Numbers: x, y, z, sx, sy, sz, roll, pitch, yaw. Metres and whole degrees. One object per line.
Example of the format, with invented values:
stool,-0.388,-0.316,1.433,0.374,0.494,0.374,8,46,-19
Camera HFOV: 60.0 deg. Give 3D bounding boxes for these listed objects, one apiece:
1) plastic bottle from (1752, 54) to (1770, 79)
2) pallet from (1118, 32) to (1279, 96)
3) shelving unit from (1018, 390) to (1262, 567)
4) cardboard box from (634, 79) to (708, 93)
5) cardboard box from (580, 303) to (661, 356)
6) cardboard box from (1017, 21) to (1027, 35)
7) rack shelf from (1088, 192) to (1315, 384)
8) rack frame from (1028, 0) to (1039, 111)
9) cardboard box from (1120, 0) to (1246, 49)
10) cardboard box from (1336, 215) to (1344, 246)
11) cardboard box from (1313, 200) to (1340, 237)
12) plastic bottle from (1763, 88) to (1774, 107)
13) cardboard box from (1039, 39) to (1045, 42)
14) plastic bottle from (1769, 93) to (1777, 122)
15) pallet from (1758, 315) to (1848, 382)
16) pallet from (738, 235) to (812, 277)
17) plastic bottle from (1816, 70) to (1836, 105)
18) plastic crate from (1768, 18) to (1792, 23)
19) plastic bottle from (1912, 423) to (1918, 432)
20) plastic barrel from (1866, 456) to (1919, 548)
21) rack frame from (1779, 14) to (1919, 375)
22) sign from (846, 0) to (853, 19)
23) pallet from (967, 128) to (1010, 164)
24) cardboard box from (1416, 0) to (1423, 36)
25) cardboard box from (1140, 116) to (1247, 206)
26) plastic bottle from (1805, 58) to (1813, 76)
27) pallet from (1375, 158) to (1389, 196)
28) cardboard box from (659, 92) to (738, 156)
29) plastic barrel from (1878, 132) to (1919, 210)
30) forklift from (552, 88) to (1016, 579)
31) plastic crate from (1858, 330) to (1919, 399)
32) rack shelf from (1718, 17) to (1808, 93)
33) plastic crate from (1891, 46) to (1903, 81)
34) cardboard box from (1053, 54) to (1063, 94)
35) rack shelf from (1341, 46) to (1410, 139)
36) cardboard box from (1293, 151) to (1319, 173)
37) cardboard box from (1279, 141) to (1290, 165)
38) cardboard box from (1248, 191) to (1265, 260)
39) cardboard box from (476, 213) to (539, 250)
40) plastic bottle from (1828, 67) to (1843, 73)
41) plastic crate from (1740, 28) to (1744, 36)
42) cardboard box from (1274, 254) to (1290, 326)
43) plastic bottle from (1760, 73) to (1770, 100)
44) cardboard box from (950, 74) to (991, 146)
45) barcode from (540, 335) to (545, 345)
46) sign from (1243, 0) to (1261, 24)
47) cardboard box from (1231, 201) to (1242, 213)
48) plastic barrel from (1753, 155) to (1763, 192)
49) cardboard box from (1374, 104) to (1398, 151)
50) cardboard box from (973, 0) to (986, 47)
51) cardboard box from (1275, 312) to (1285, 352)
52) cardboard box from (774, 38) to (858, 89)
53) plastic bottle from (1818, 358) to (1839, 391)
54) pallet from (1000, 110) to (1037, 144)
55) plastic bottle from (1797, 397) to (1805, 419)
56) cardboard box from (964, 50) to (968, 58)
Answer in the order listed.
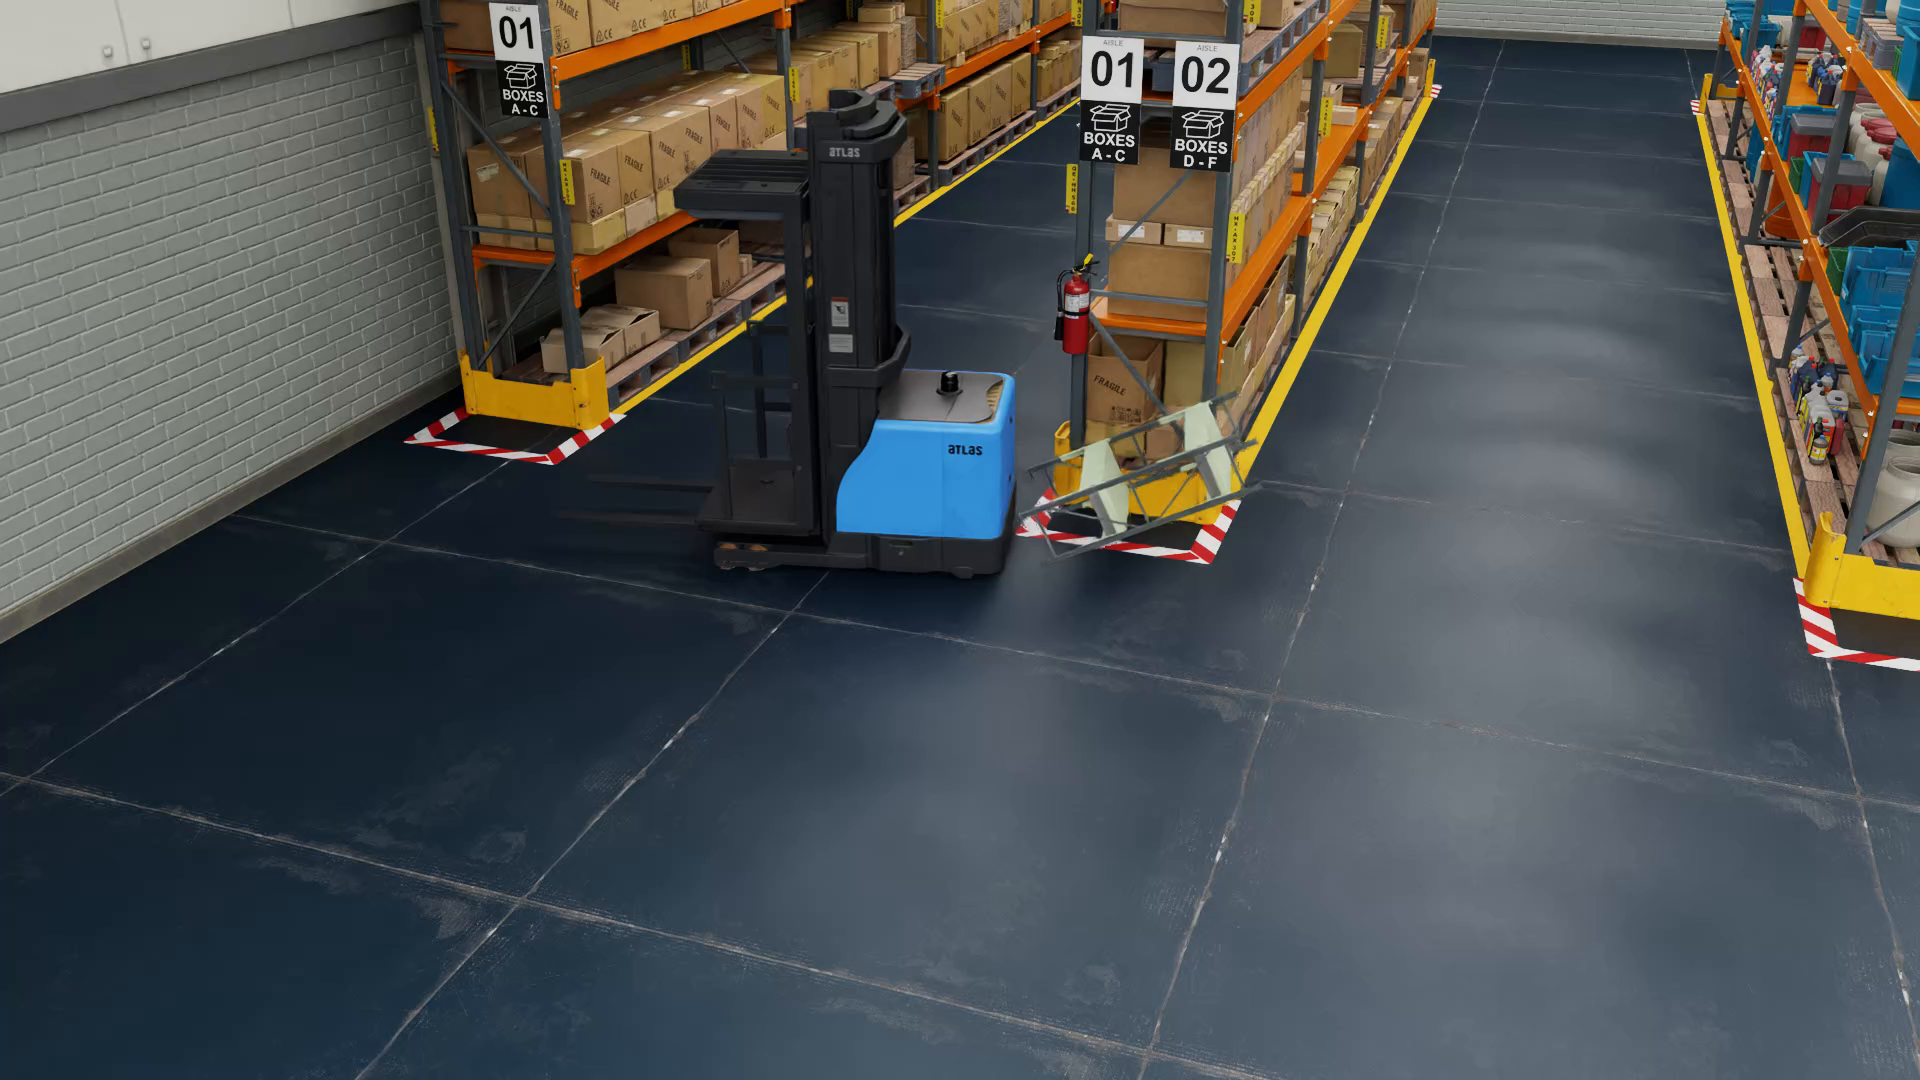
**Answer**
plastic bottle,9.288,-5.482,19.273,0.152,0.276,0.135,9,27,17
pallet,1.520,-3.209,11.095,1.003,0.211,1.213,9,27,17
shelving unit,1.175,-0.404,10.863,1.500,0.431,0.755,-20,22,17
cardboard box,-2.610,-3.877,15.103,0.500,0.500,0.500,9,27,17
cardboard box,-2.907,-1.822,14.152,0.500,0.311,0.500,11,28,22
cardboard box,0.674,-6.869,22.260,0.380,0.149,0.250,9,27,18
rack shelf,1.926,-2.110,12.991,1.077,0.370,4.000,9,27,17
rack frame,0.581,-7.260,22.803,1.000,3.000,0.127,9,27,17
cardboard box,1.456,-3.496,10.825,0.797,0.503,0.637,11,28,21
cardboard box,3.639,-3.181,17.051,0.500,0.250,0.500,9,27,19
cardboard box,3.474,-3.225,16.499,0.500,0.311,0.500,10,27,19
plastic bottle,8.684,-4.738,17.822,0.097,0.201,0.097,0,26,0
cardboard box,1.036,-7.307,24.541,0.380,0.149,0.250,9,27,18
plastic bottle,8.401,-4.450,17.133,0.061,0.283,0.133,9,27,17
pallet,7.486,-1.609,14.331,1.003,0.211,1.213,9,27,17
pallet,-1.824,-3.038,17.282,1.003,0.211,1.213,9,27,17
plastic bottle,9.371,-4.890,17.964,0.144,0.351,0.185,9,27,17
plastic crate,11.044,-6.897,22.287,0.396,0.136,0.243,9,27,17
plastic bottle,7.076,-0.838,12.244,0.097,0.201,0.097,0,26,0
plastic barrel,6.077,-0.243,10.683,0.421,0.512,0.421,0,26,0
rack frame,7.261,-2.536,13.045,1.000,3.000,0.127,9,27,17
sign,-1.275,-6.217,19.319,0.100,0.325,0.005,9,27,17
pallet,-0.009,-5.174,21.694,1.003,0.211,1.213,9,27,17
cardboard box,5.848,-6.969,22.087,0.500,0.500,0.500,9,27,18
cardboard box,1.615,-2.670,11.718,0.700,0.500,0.500,8,27,16
plastic bottle,9.973,-5.536,19.469,0.097,0.201,0.097,0,26,0
pallet,4.614,-4.445,20.189,1.003,0.211,1.213,9,27,17
cardboard box,-2.285,-3.601,14.534,0.500,0.500,0.500,8,27,16
plastic barrel,7.675,-2.876,13.173,0.600,0.901,0.708,9,27,17
forklift,-1.174,-1.340,10.654,3.031,2.935,1.130,3,26,7
plastic crate,5.815,-1.074,10.197,0.499,0.251,0.616,9,27,17
rack shelf,10.589,-6.322,21.690,1.077,0.370,4.000,9,27,17
plastic crate,6.479,-3.182,11.180,0.336,0.188,0.450,9,27,17
cardboard box,1.097,-6.823,24.285,0.700,0.500,0.500,8,27,17
rack shelf,4.588,-5.398,19.782,1.077,0.370,4.000,9,27,17
cardboard box,3.079,-3.477,15.278,0.380,0.149,0.250,9,27,17
cardboard box,2.448,-3.133,13.419,0.380,0.149,0.250,9,27,17
cardboard box,1.940,-2.484,12.823,0.700,0.500,0.500,10,27,19
cardboard box,-3.440,-2.490,13.101,0.500,0.250,0.500,9,27,18
plastic bottle,9.763,-5.146,18.579,0.152,0.276,0.135,9,27,17
plastic crate,10.219,-6.491,21.448,0.293,0.136,0.466,9,27,17
cardboard box,2.466,-2.119,13.997,0.500,0.500,0.500,9,27,17
plastic bottle,8.811,-4.956,18.177,0.061,0.283,0.133,9,27,17
cardboard box,-0.084,-5.480,21.111,0.750,0.750,0.750,9,27,17
barcode,-3.468,-1.657,13.801,0.001,0.075,0.075,9,27,17
sign,1.782,-3.308,10.104,0.100,0.325,0.005,9,27,17
cardboard box,1.764,-2.290,11.679,0.380,0.149,0.250,9,27,18
plastic barrel,9.218,-4.162,18.776,0.421,0.512,0.421,0,26,0
cardboard box,5.187,-5.170,20.849,0.500,0.500,0.500,9,27,18
cardboard box,0.002,-6.384,20.515,0.500,0.500,0.500,9,27,17
cardboard box,2.468,-1.781,14.159,0.500,0.250,0.500,9,27,17
cardboard box,-1.497,-4.924,17.357,0.700,0.500,0.500,13,29,24
plastic bottle,6.737,-1.249,12.923,0.144,0.351,0.185,9,27,17
pallet,0.395,-5.677,22.733,1.003,0.211,1.213,9,27,17
plastic bottle,6.422,-1.012,12.605,0.097,0.201,0.097,0,26,0
cardboard box,-0.116,-6.042,20.553,0.380,0.149,0.250,9,27,19
